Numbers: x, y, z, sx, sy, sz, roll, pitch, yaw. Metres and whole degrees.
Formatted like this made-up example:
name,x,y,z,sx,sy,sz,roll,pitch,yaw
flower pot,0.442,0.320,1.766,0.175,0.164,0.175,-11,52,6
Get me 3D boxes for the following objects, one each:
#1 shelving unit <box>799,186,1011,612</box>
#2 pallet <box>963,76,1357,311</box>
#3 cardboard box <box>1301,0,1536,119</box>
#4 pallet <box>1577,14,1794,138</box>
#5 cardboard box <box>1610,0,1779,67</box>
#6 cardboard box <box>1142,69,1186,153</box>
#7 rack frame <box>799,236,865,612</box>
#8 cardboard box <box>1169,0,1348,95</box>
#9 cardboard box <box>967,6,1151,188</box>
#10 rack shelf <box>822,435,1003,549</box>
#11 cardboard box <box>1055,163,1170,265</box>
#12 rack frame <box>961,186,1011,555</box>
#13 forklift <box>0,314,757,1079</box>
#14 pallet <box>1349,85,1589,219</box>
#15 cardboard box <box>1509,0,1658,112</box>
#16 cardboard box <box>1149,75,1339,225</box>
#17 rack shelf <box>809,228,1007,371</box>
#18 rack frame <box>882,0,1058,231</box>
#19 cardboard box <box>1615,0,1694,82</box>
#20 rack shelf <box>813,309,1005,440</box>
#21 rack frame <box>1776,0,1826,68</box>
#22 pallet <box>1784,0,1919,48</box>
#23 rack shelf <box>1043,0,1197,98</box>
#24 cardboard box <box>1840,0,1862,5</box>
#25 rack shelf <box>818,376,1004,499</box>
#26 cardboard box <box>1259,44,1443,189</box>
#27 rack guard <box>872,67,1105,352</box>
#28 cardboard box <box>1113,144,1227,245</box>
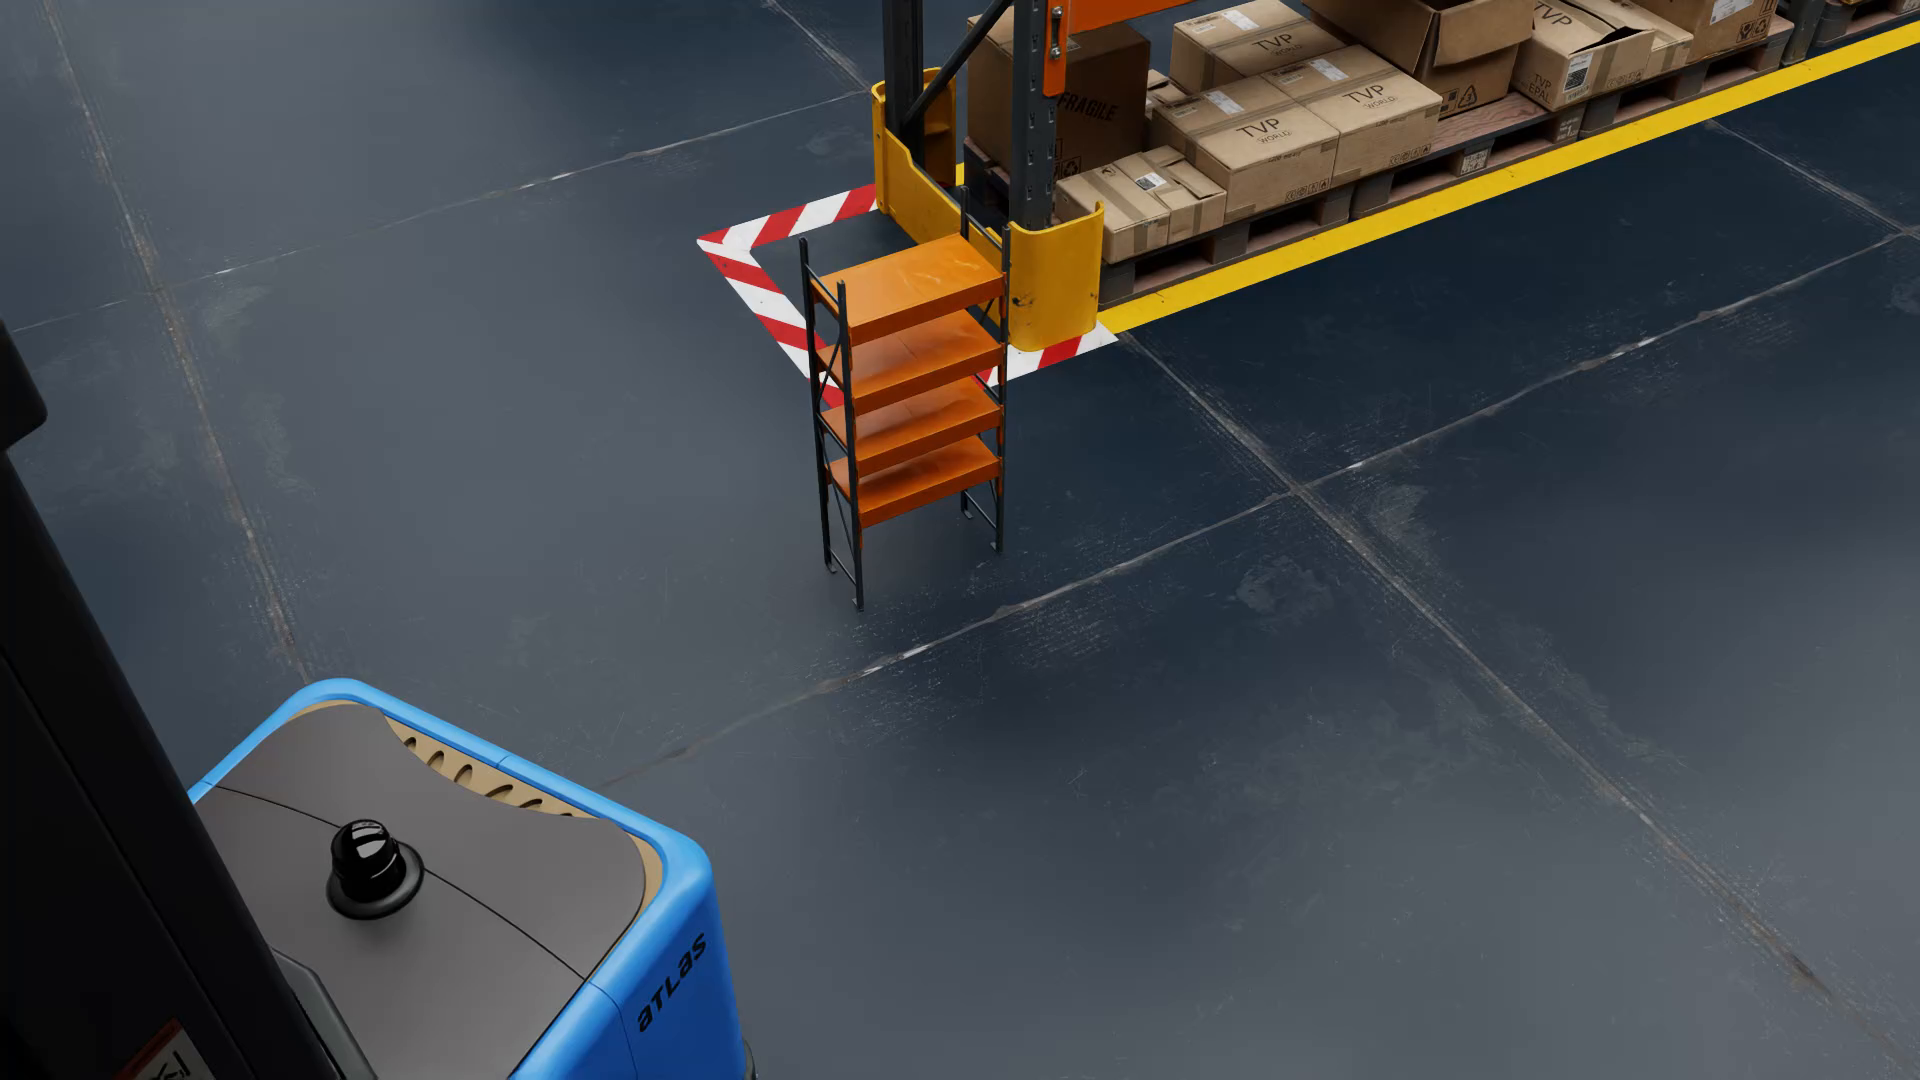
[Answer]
name,x,y,z,sx,sy,sz,roll,pitch,yaw
shelving unit,-0.144,-0.373,4.773,0.503,1.200,0.258,-22,48,-21
pallet,0.773,-1.420,6.562,1.213,0.211,1.003,-22,48,-21
cardboard box,1.858,-2.112,6.749,0.637,0.503,0.797,-22,48,-21
pallet,2.888,-2.267,7.434,1.213,0.211,1.003,-22,48,-21
cardboard box,3.132,-2.397,7.045,0.500,0.500,0.500,-22,48,-21
cardboard box,0.761,-1.682,6.548,0.250,0.166,0.380,-22,48,-21
rack frame,-0.355,-0.288,4.686,0.015,1.200,0.240,-22,48,-21
cardboard box,1.203,-1.937,6.751,0.500,0.250,0.500,-22,48,-21
cardboard box,0.365,-1.716,6.343,0.500,0.500,0.500,-22,48,-21
rack shelf,-0.144,-0.182,4.958,0.480,0.148,0.258,-22,48,-21
cardboard box,0.550,-1.190,6.053,0.250,0.149,0.380,-22,48,-21
rack frame,0.068,-0.458,4.860,0.015,1.200,0.240,-22,48,-21
forklift,-1.593,1.044,2.069,1.130,2.935,3.031,21,48,20
pallet,1.829,-1.841,6.995,1.213,0.211,1.003,-22,48,-21
cardboard box,2.481,-2.069,6.843,0.500,0.311,0.500,-22,48,-21
cardboard box,1.062,-1.479,6.279,0.500,0.250,0.500,-22,48,-21
rack shelf,-0.144,-0.655,4.499,0.480,0.148,0.258,-22,48,-21
rack frame,0.016,-2.117,5.278,0.127,3.000,1.000,-22,48,-21
cardboard box,2.836,-2.105,6.996,0.250,0.149,0.380,-22,48,-21
rack shelf,-0.144,-0.485,4.664,0.480,0.148,0.258,-22,48,-21
rack frame,3.484,-3.505,6.708,0.127,3.000,1.000,-22,48,-21
pallet,4.171,-2.809,7.993,1.213,0.211,1.003,-22,48,-21
rack shelf,1.750,-2.553,6.243,4.000,0.370,1.077,-22,48,-21
cardboard box,4.025,-2.787,7.447,0.500,0.500,0.500,-24,49,-23
rack shelf,-0.144,-0.325,4.820,0.480,0.148,0.258,-22,48,-21
cardboard box,1.496,-1.653,6.458,0.500,0.250,0.500,-22,48,-21
rack guard,0.082,-1.247,6.176,0.348,0.500,1.175,-22,48,-21
cardboard box,0.767,-1.283,6.137,0.250,0.166,0.380,-22,48,-21
